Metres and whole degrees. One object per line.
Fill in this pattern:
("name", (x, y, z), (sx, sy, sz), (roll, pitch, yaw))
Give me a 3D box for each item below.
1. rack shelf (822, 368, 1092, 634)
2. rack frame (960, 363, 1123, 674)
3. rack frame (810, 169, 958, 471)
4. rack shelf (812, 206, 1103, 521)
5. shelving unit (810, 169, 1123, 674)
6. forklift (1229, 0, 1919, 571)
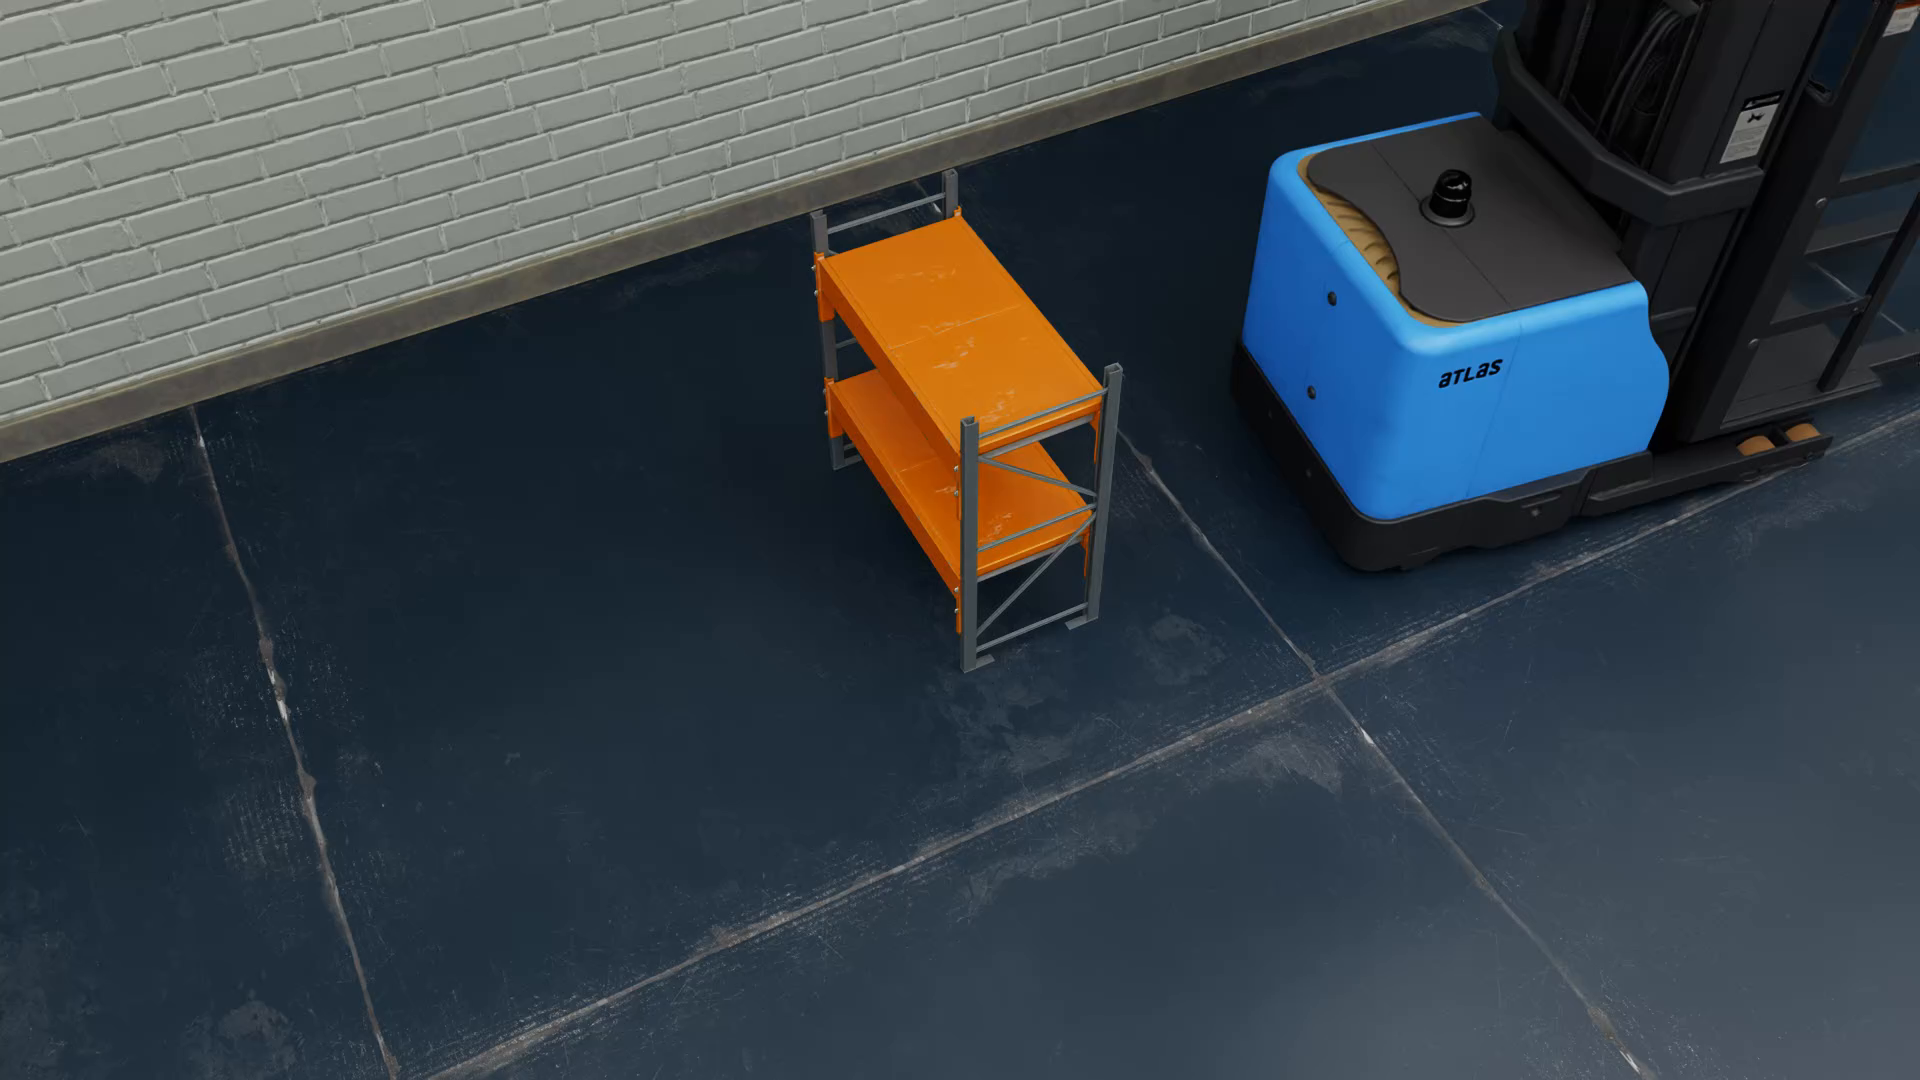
("rack shelf", (-0.003, -0.214, 5.515), (0.538, 0.278, 1.000), (-21, 52, -18))
("rack frame", (0.230, -0.035, 5.033), (0.500, 1.125, 0.032), (-21, 52, -18))
("rack frame", (-0.236, -0.715, 5.628), (0.500, 1.125, 0.032), (-21, 52, -18))
("rack shelf", (-0.003, -0.568, 5.110), (0.538, 0.278, 1.000), (-21, 52, -18))
("shelving unit", (-0.003, -0.375, 5.331), (0.538, 1.125, 1.048), (-21, 52, -18))
("forklift", (2.571, -1.537, 5.147), (3.031, 2.935, 1.130), (-15, 50, -12))
